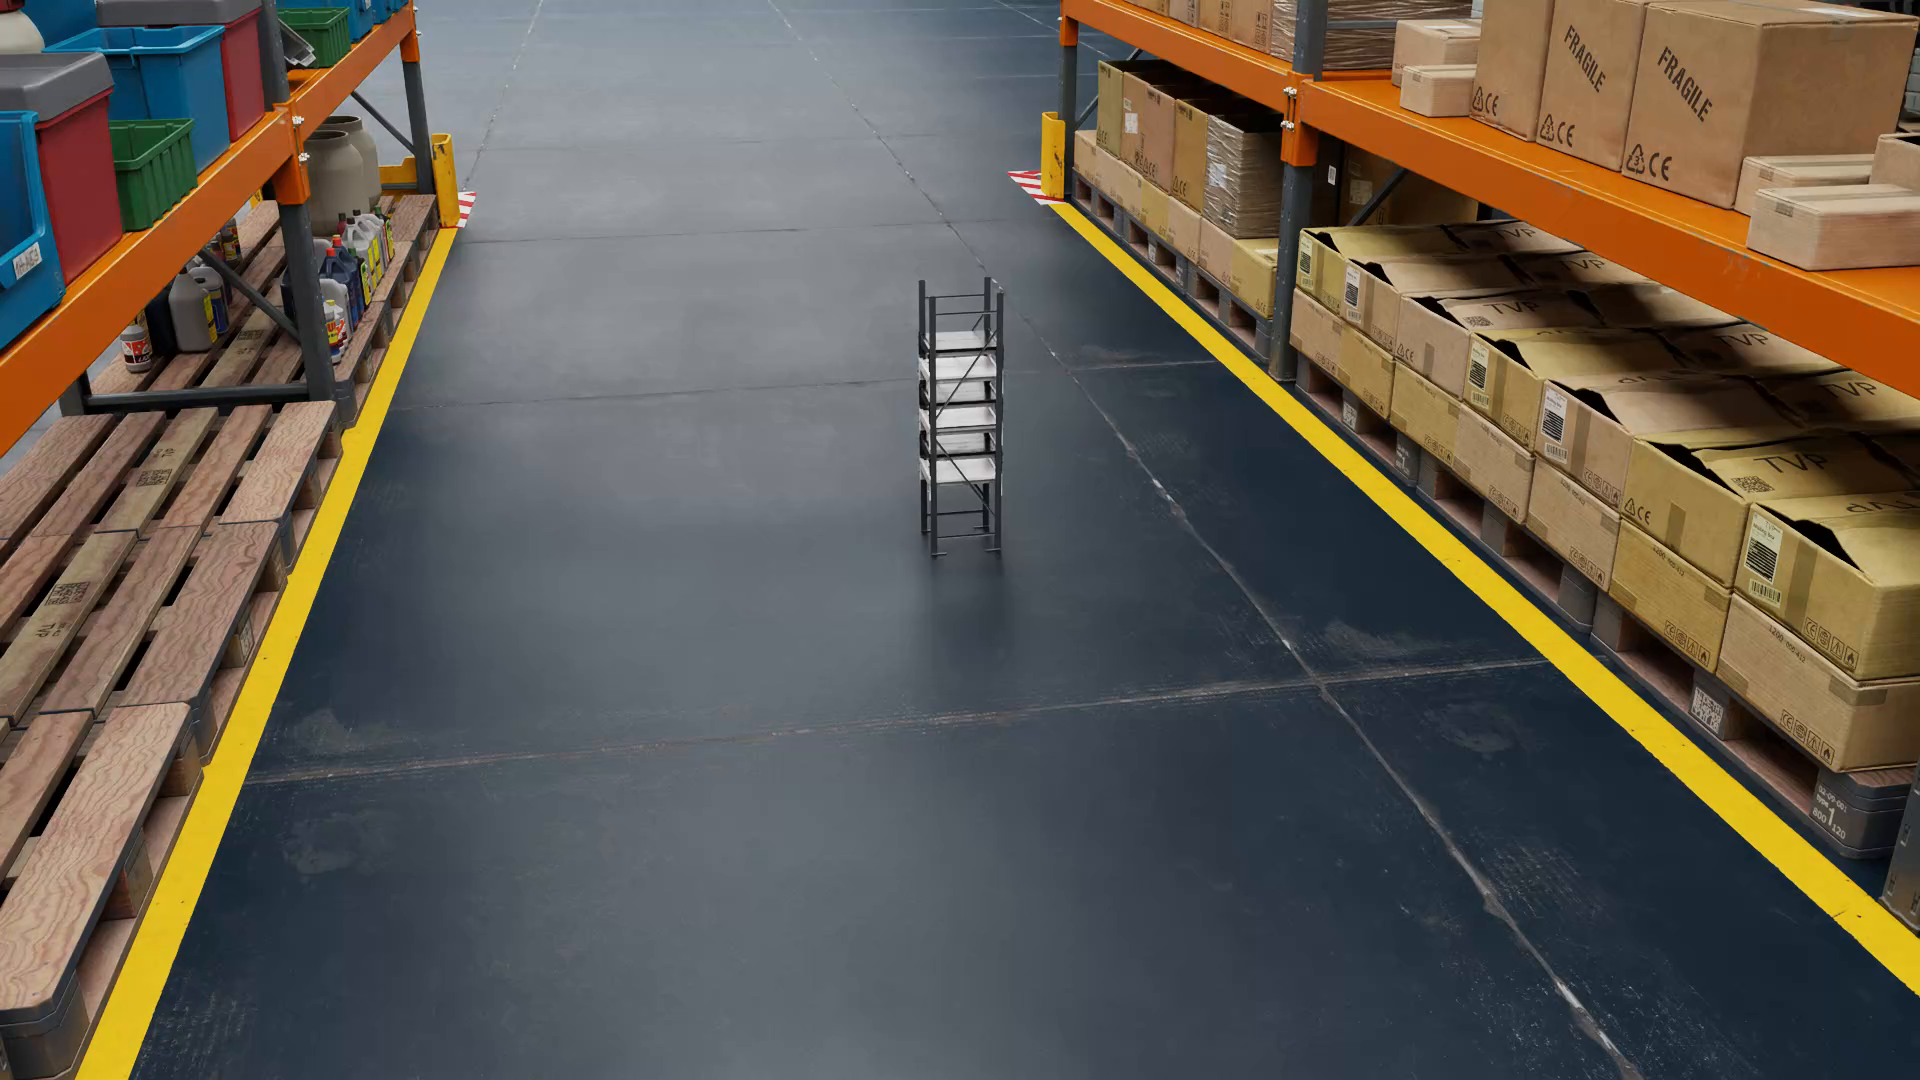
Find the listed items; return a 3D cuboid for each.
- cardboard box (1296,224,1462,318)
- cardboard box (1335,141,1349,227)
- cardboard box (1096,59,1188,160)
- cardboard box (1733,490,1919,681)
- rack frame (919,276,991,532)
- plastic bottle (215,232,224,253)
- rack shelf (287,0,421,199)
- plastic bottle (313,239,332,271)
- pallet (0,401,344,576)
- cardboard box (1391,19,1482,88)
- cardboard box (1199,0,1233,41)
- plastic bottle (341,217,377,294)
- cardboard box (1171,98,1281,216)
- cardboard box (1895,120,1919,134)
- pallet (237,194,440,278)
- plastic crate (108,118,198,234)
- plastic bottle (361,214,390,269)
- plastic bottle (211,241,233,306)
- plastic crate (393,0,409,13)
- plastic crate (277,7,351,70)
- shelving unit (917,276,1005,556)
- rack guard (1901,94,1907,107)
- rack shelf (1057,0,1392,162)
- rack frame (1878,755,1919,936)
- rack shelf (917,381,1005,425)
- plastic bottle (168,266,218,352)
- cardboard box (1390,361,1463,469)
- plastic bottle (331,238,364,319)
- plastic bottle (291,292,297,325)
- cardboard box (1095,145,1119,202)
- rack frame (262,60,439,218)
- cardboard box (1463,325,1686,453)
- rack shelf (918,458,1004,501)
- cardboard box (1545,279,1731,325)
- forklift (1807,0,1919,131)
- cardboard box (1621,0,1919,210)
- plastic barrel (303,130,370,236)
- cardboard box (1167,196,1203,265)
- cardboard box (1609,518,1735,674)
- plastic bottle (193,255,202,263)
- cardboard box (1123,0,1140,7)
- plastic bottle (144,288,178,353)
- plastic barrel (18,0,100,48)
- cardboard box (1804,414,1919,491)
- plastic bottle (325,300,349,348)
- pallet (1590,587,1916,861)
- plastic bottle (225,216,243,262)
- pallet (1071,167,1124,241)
[{"bbox_3d":[1.711,-1.132,6.804,0.500,0.311,0.500,-4,24,-10],"label":"cardboard box"},{"bbox_3d":[2.001,-1.801,8.100,0.500,0.500,0.500,-4,24,-10],"label":"cardboard box"},{"bbox_3d":[1.115,-2.549,9.812,0.500,0.500,0.500,-4,24,-10],"label":"cardboard box"},{"bbox_3d":[2.280,0.073,4.046,0.500,0.311,0.500,-4,24,-8],"label":"cardboard box"},{"bbox_3d":[-0.017,-0.449,5.654,0.240,0.900,0.006,-4,24,-10],"label":"rack frame"},{"bbox_3d":[-3.637,-1.412,8.094,0.097,0.271,0.097,0,24,0],"label":"plastic bottle"},{"bbox_3d":[-3.359,-2.215,7.973,1.077,0.370,4.000,-4,24,-10],"label":"rack shelf"},{"bbox_3d":[-2.985,-1.280,7.787,0.152,0.276,0.135,-4,24,-10],"label":"plastic bottle"},{"bbox_3d":[-2.806,-0.174,5.885,1.003,0.211,1.213,-4,24,-10],"label":"pallet"},{"bbox_3d":[2.013,-1.864,6.458,0.500,0.250,0.500,-3,24,-6],"label":"cardboard box"},{"bbox_3d":[1.598,-2.748,8.169,0.700,0.500,0.500,-4,24,-9],"label":"cardboard box"},{"bbox_3d":[-2.844,-1.336,7.820,0.144,0.351,0.185,-4,24,-10],"label":"plastic bottle"},{"bbox_3d":[1.402,-1.960,8.463,0.500,0.500,0.500,-4,24,-10],"label":"cardboard box"},{"bbox_3d":[6.152,-2.531,10.608,0.500,0.311,0.500,-2,24,-5],"label":"cardboard box"},{"bbox_3d":[-3.524,-1.707,9.395,1.003,0.211,1.213,-4,24,-10],"label":"pallet"},{"bbox_3d":[-2.390,-0.997,4.550,0.450,0.188,0.662,-4,24,-10],"label":"plastic crate"},{"bbox_3d":[-2.939,-1.494,8.276,0.152,0.276,0.135,-4,24,-9],"label":"plastic bottle"},{"bbox_3d":[-3.408,-1.222,7.644,0.061,0.283,0.133,-4,24,-10],"label":"plastic bottle"},{"bbox_3d":[-3.342,-3.089,9.260,0.499,0.251,0.616,-4,24,-10],"label":"plastic crate"},{"bbox_3d":[-2.963,-2.216,7.341,0.450,0.188,0.662,-4,24,-10],"label":"plastic crate"},{"bbox_3d":[0.001,-0.409,5.563,0.258,0.900,0.210,-4,24,-10],"label":"shelving unit"},{"bbox_3d":[6.021,-2.889,11.741,1.175,0.500,0.348,-4,24,-10],"label":"rack guard"},{"bbox_3d":[1.509,-2.580,8.809,1.077,0.370,4.000,-4,24,-10],"label":"rack shelf"},{"bbox_3d":[2.619,-0.550,3.262,1.000,3.000,0.127,-4,24,-10],"label":"rack frame"},{"bbox_3d":[0.001,-0.461,5.540,0.258,0.077,0.200,-4,24,-10],"label":"rack shelf"},{"bbox_3d":[-3.250,-0.989,7.026,0.144,0.351,0.185,-4,24,-10],"label":"plastic bottle"},{"bbox_3d":[1.902,-0.474,5.998,0.500,0.250,0.500,-5,24,-11],"label":"cardboard box"},{"bbox_3d":[-2.766,-1.168,7.437,0.144,0.351,0.185,-5,24,-12],"label":"plastic bottle"},{"bbox_3d":[-2.809,-0.990,7.113,0.061,0.283,0.133,-4,24,-10],"label":"plastic bottle"},{"bbox_3d":[1.116,-2.205,9.962,0.500,0.250,0.500,-4,24,-10],"label":"cardboard box"},{"bbox_3d":[-3.729,-3.332,9.630,1.000,3.000,0.127,-4,24,-10],"label":"rack frame"},{"bbox_3d":[1.996,-0.527,5.419,0.500,0.311,0.500,-4,24,-8],"label":"cardboard box"},{"bbox_3d":[0.002,-0.214,5.648,0.258,0.077,0.200,-4,24,-10],"label":"rack shelf"},{"bbox_3d":[2.428,-0.774,5.985,0.500,0.311,0.500,-4,24,-10],"label":"cardboard box"},{"bbox_3d":[4.144,-2.458,7.717,1.130,2.935,3.031,-5,24,-10],"label":"forklift"},{"bbox_3d":[2.293,-1.255,4.750,0.500,0.500,0.500,-6,24,-13],"label":"cardboard box"},{"bbox_3d":[-3.439,-1.934,9.013,0.421,0.512,0.421,0,24,0],"label":"plastic barrel"},{"bbox_3d":[1.389,-1.615,8.611,0.500,0.250,0.500,-4,24,-10],"label":"cardboard box"},{"bbox_3d":[2.183,0.126,4.624,0.500,0.250,0.500,-5,24,-10],"label":"cardboard box"},{"bbox_3d":[-3.513,-1.210,7.627,0.152,0.276,0.135,-4,24,-9],"label":"plastic bottle"},{"bbox_3d":[1.315,-3.352,9.552,0.700,0.500,0.500,-4,24,-8],"label":"cardboard box"},{"bbox_3d":[-3.392,-0.978,7.001,0.144,0.351,0.185,-5,24,-11],"label":"plastic bottle"},{"bbox_3d":[-3.216,-1.814,5.528,0.600,0.901,0.708,-4,24,-10],"label":"plastic barrel"},{"bbox_3d":[2.705,-0.173,4.609,0.500,0.311,0.500,-5,24,-11],"label":"cardboard box"},{"bbox_3d":[-2.655,-0.915,7.044,0.097,0.201,0.097,0,24,0],"label":"plastic bottle"},{"bbox_3d":[2.505,0.401,4.568,1.003,0.211,1.213,-4,24,-10],"label":"pallet"},{"bbox_3d":[-3.700,-1.547,8.403,0.097,0.271,0.097,0,24,0],"label":"plastic bottle"},{"bbox_3d":[1.322,-2.121,10.343,1.003,0.211,1.213,-4,24,-10],"label":"pallet"}]
